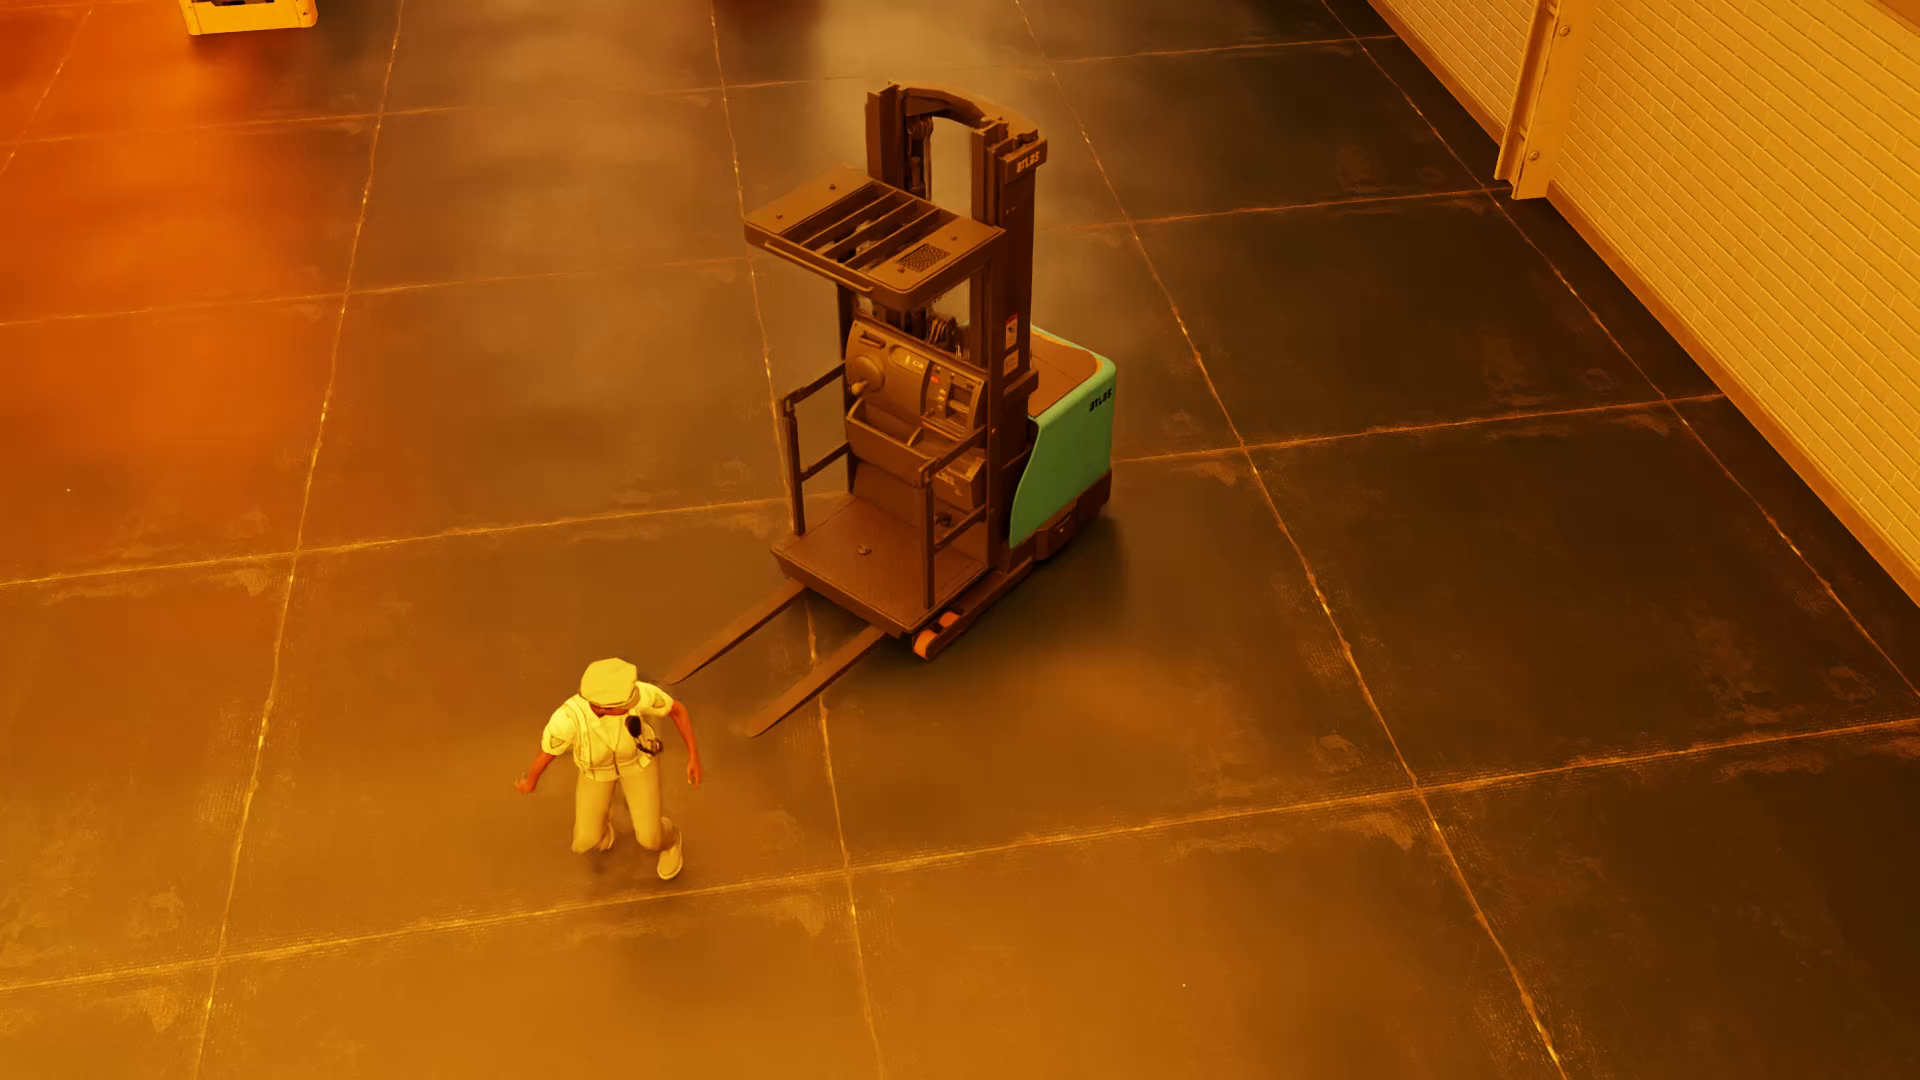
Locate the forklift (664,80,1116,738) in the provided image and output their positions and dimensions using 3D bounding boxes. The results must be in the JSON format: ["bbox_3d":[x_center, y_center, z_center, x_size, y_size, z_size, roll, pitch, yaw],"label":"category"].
[{"bbox_3d":[-0.385,-0.810,8.910,1.130,2.935,3.031,28,48,29],"label":"forklift"}]

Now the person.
[{"bbox_3d":[-1.660,1.084,7.833,0.876,1.502,0.540,-8,41,-9],"label":"person"}]
